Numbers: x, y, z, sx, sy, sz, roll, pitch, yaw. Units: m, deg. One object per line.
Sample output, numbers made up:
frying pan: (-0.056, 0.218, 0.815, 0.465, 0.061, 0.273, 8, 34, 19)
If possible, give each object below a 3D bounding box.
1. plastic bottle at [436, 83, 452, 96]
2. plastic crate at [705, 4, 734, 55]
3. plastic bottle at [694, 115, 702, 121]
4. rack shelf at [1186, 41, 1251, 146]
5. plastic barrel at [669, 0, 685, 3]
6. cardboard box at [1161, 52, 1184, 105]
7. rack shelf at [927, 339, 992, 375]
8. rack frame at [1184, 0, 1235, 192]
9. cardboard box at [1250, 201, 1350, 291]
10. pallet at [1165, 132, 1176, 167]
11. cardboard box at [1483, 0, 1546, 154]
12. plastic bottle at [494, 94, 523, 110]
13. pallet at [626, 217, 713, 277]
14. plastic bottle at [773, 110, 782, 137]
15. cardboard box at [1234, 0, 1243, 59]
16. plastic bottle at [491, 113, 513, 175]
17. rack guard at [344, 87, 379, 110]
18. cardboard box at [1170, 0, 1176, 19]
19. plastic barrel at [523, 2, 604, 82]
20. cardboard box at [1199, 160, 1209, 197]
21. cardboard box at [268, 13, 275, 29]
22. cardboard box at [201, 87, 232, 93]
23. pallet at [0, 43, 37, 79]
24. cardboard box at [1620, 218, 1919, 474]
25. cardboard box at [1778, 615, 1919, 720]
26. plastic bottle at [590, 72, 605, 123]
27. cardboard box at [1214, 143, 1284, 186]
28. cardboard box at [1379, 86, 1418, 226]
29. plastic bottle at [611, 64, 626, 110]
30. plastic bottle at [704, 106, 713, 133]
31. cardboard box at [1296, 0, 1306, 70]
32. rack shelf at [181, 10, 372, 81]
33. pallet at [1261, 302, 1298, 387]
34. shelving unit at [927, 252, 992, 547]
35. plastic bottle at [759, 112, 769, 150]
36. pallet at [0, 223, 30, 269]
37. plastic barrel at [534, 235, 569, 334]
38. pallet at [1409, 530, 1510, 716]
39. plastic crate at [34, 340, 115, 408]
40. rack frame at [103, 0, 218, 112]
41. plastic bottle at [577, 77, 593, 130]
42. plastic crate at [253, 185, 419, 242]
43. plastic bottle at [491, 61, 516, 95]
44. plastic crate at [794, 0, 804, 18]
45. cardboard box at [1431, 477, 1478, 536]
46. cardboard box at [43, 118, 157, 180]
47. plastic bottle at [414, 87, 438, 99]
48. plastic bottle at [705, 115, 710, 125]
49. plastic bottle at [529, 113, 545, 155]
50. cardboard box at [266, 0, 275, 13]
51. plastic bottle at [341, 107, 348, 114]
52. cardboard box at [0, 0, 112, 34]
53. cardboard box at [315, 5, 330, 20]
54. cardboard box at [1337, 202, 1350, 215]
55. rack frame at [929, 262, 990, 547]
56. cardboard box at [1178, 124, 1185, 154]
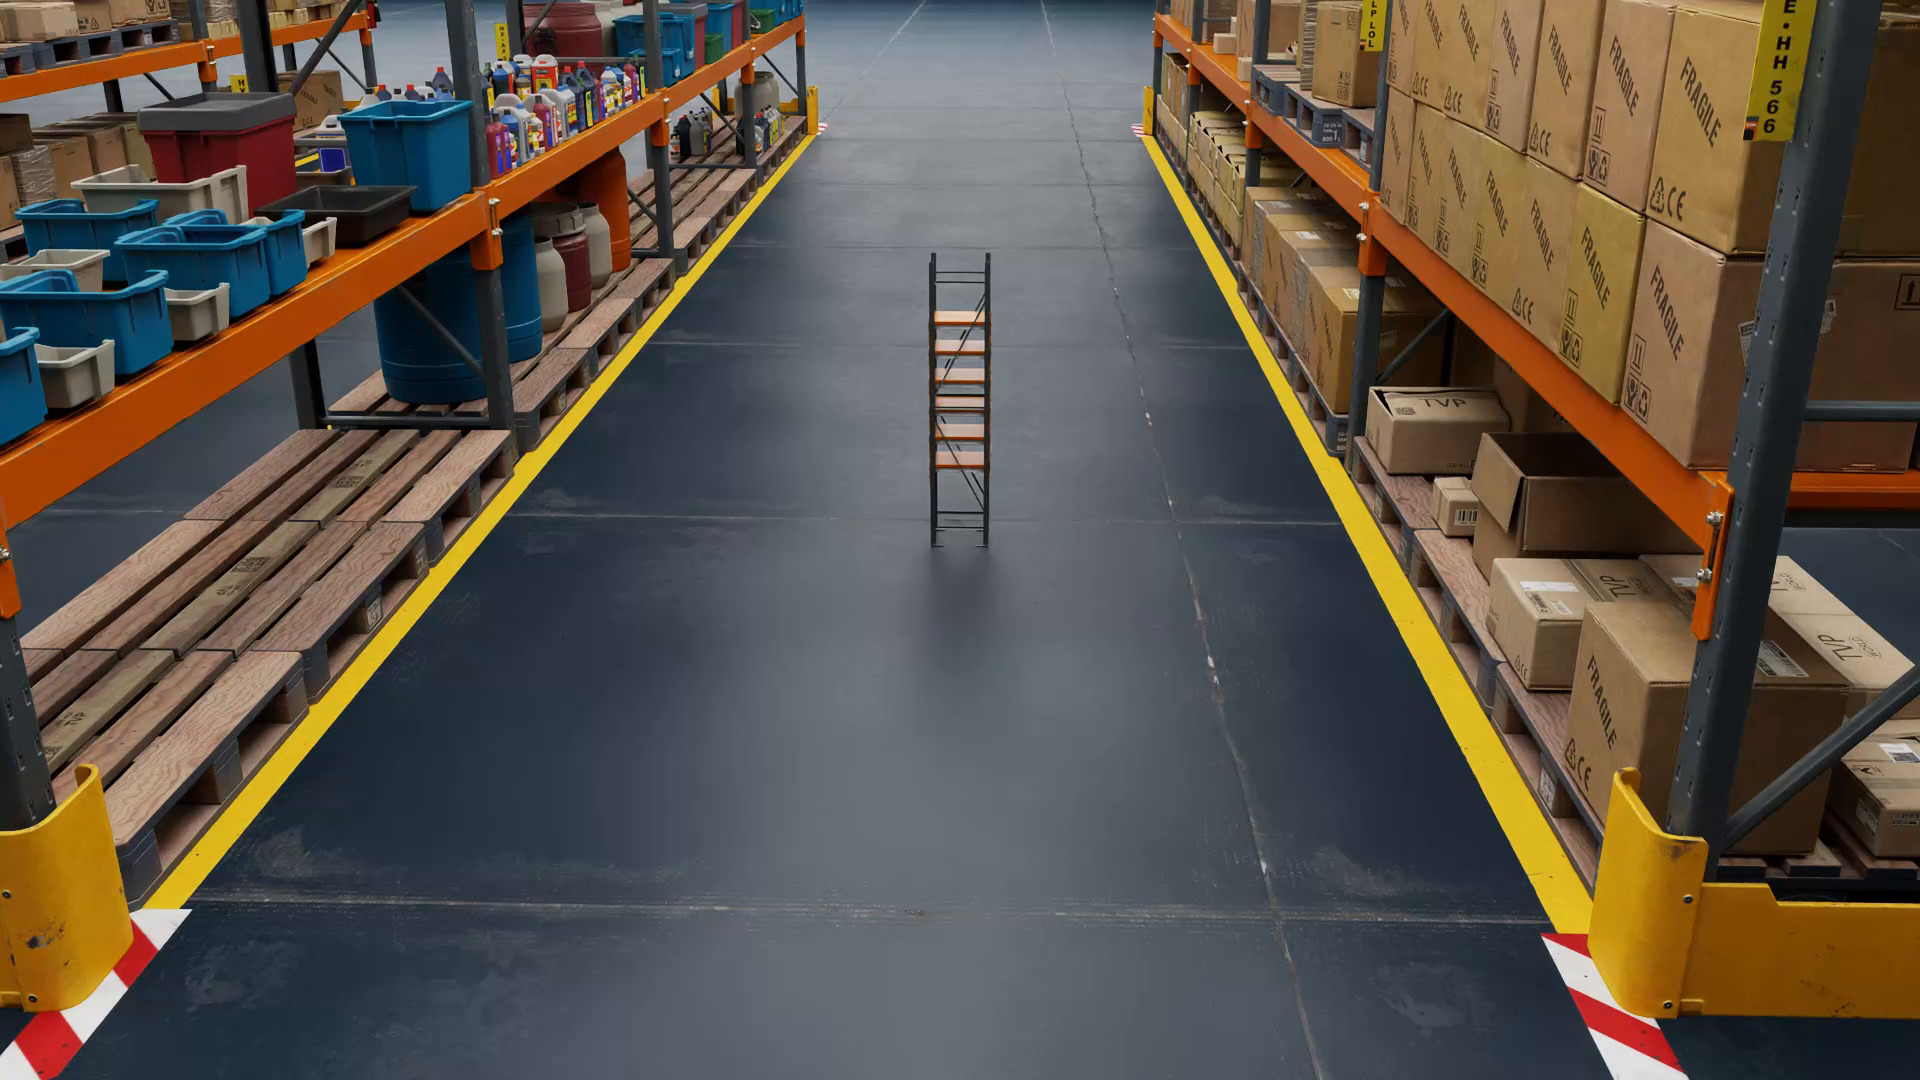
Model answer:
plastic bottle: (-2.861, -2.391, 9.223, 0.097, 0.271, 0.097, 0, 21, 0)
plastic crate: (-2.107, -4.251, 13.861, 0.392, 0.384, 0.575, 1, 21, 2)
plastic bottle: (-2.629, -4.077, 16.547, 0.152, 0.276, 0.135, 1, 21, 3)
rack shelf: (2.505, -3.547, 13.017, 1.077, 0.370, 4.000, 1, 21, 2)
plastic barrel: (-2.699, -4.758, 14.453, 0.600, 0.901, 0.708, 1, 21, 2)
cardboard box: (2.436, -4.943, 17.805, 0.500, 0.500, 0.500, 1, 21, 2)
rack shelf: (0.000, -0.747, 6.755, 0.258, 0.103, 0.180, 1, 21, 2)
rack frame: (2.566, -4.605, 14.751, 1.000, 3.000, 0.127, 1, 21, 2)
cardboard box: (2.135, -1.848, 10.492, 0.500, 0.500, 0.500, 0, 21, 0)
pallet: (2.667, -4.035, 17.135, 1.003, 0.211, 1.213, 1, 21, 2)
cardboard box: (1.981, -1.499, 5.225, 0.500, 0.500, 0.500, 1, 21, 3)
plastic bottle: (-2.357, -2.210, 8.750, 0.152, 0.276, 0.135, 1, 21, 2)
pallet: (-2.444, -2.194, 12.393, 1.003, 0.211, 1.213, 1, 21, 2)
plastic bottle: (-1.916, -4.283, 17.077, 0.152, 0.276, 0.135, 1, 21, 2)
cardboard box: (2.511, -4.184, 13.527, 0.500, 0.500, 0.500, 2, 21, 6)
plastic bottle: (-2.186, -1.890, 7.915, 0.061, 0.283, 0.133, 1, 21, 2)
rack guard: (-7.216, -4.969, 19.144, 1.175, 0.500, 0.348, 1, 21, 2)
cardboard box: (2.661, -5.929, 18.025, 0.700, 0.500, 0.500, 1, 21, 2)
plastic barrel: (-2.795, -3.449, 11.584, 0.600, 0.536, 0.708, 1, 21, 2)
cardboard box: (2.276, -3.004, 13.844, 0.500, 0.250, 0.500, 0, 21, 0)
cardboard box: (-7.015, -5.125, 16.438, 0.380, 0.149, 0.250, 1, 21, 2)
cardboard box: (-7.333, -4.323, 16.898, 0.500, 0.500, 0.500, -1, 21, -3)
pallet: (-7.542, -3.439, 12.010, 1.213, 0.211, 1.003, 1, 21, 2)
cardboard box: (1.943, -0.478, 3.976, 0.500, 0.500, 0.500, 1, 21, 3)
cardboard box: (2.517, 0.436, 4.951, 0.500, 0.250, 0.500, 1, 21, 2)
plastic bottle: (-2.127, -2.596, 9.734, 0.061, 0.283, 0.133, 1, 21, 2)
cardboard box: (2.242, -2.897, 12.793, 0.500, 0.311, 0.500, 0, 21, 1)
cardboard box: (2.035, -1.578, 6.811, 0.500, 0.500, 0.500, 1, 21, 3)
plastic bottle: (-2.127, -2.808, 10.298, 0.097, 0.271, 0.097, 0, 21, 0)
plastic bottle: (-2.630, -4.388, 17.355, 0.097, 0.271, 0.097, 0, 21, 0)
cardboard box: (2.538, -3.172, 10.339, 0.700, 0.500, 0.500, -7, 22, -16)
rack shelf: (-7.275, -5.103, 17.029, 1.077, 0.370, 4.000, 1, 21, 2)
pallet: (2.344, -1.149, 9.699, 1.003, 0.211, 1.213, 1, 21, 2)
shelving unit: (0.000, -0.565, 6.825, 0.258, 1.200, 0.189, 1, 21, 2)
plastic bottle: (-1.940, -3.987, 16.211, 0.144, 0.351, 0.185, 0, 21, -1)
pallet: (-7.432, -2.252, 12.540, 1.003, 0.211, 1.213, 1, 21, 2)
plastic barrel: (-2.466, -1.460, 9.504, 0.421, 0.512, 0.421, 0, 21, 0)
pallet: (2.267, 0.278, 6.021, 1.003, 0.211, 1.213, 1, 21, 2)
plastic crate: (-2.321, -0.428, 4.267, 0.250, 0.136, 0.298, 1, 21, 2)
rack frame: (-7.335, -4.715, 15.035, 1.000, 3.000, 0.127, 1, 21, 2)
plastic bottle: (-2.137, -2.481, 9.438, 0.061, 0.283, 0.133, 1, 21, 2)
plastic crate: (-2.394, -1.260, 6.428, 0.437, 0.125, 0.590, 1, 21, 2)
plastic bottle: (-2.857, -2.837, 10.365, 0.152, 0.276, 0.135, 1, 21, 2)
plastic crate: (-1.979, -5.854, 18.174, 0.499, 0.251, 0.616, 1, 21, 2)
cardboard box: (2.078, -0.135, 6.538, 0.380, 0.166, 0.250, 1, 21, 2)
cardboard box: (-7.409, -3.361, 14.392, 0.700, 0.500, 0.500, 1, 21, 1)
plastic bottle: (-2.902, -2.304, 8.991, 0.152, 0.276, 0.135, 1, 21, 2)
plastic bottle: (-2.522, -4.080, 16.543, 0.061, 0.283, 0.133, 1, 21, 2)
plastic bottle: (-2.185, -2.083, 8.526, 0.097, 0.201, 0.097, 0, 21, 0)
cardboard box: (-7.295, -5.425, 16.315, 0.875, 0.500, 0.500, 1, 21, 2)
plastic bottle: (-2.978, -1.944, 8.054, 0.061, 0.283, 0.133, 1, 21, 2)
cardboard box: (-7.296, -4.332, 13.323, 0.797, 0.503, 0.637, 3, 21, 7)
cardboard box: (-7.003, -5.668, 17.837, 0.380, 0.149, 0.250, 1, 21, 2)
cardboard box: (2.651, -1.858, 10.518, 0.500, 0.500, 0.500, 1, 21, 4)
rack frame: (-0.002, -0.532, 6.740, 0.240, 1.200, 0.006, 1, 21, 2)
cardboard box: (2.387, -3.870, 16.076, 0.500, 0.250, 0.500, 1, 21, 2)
